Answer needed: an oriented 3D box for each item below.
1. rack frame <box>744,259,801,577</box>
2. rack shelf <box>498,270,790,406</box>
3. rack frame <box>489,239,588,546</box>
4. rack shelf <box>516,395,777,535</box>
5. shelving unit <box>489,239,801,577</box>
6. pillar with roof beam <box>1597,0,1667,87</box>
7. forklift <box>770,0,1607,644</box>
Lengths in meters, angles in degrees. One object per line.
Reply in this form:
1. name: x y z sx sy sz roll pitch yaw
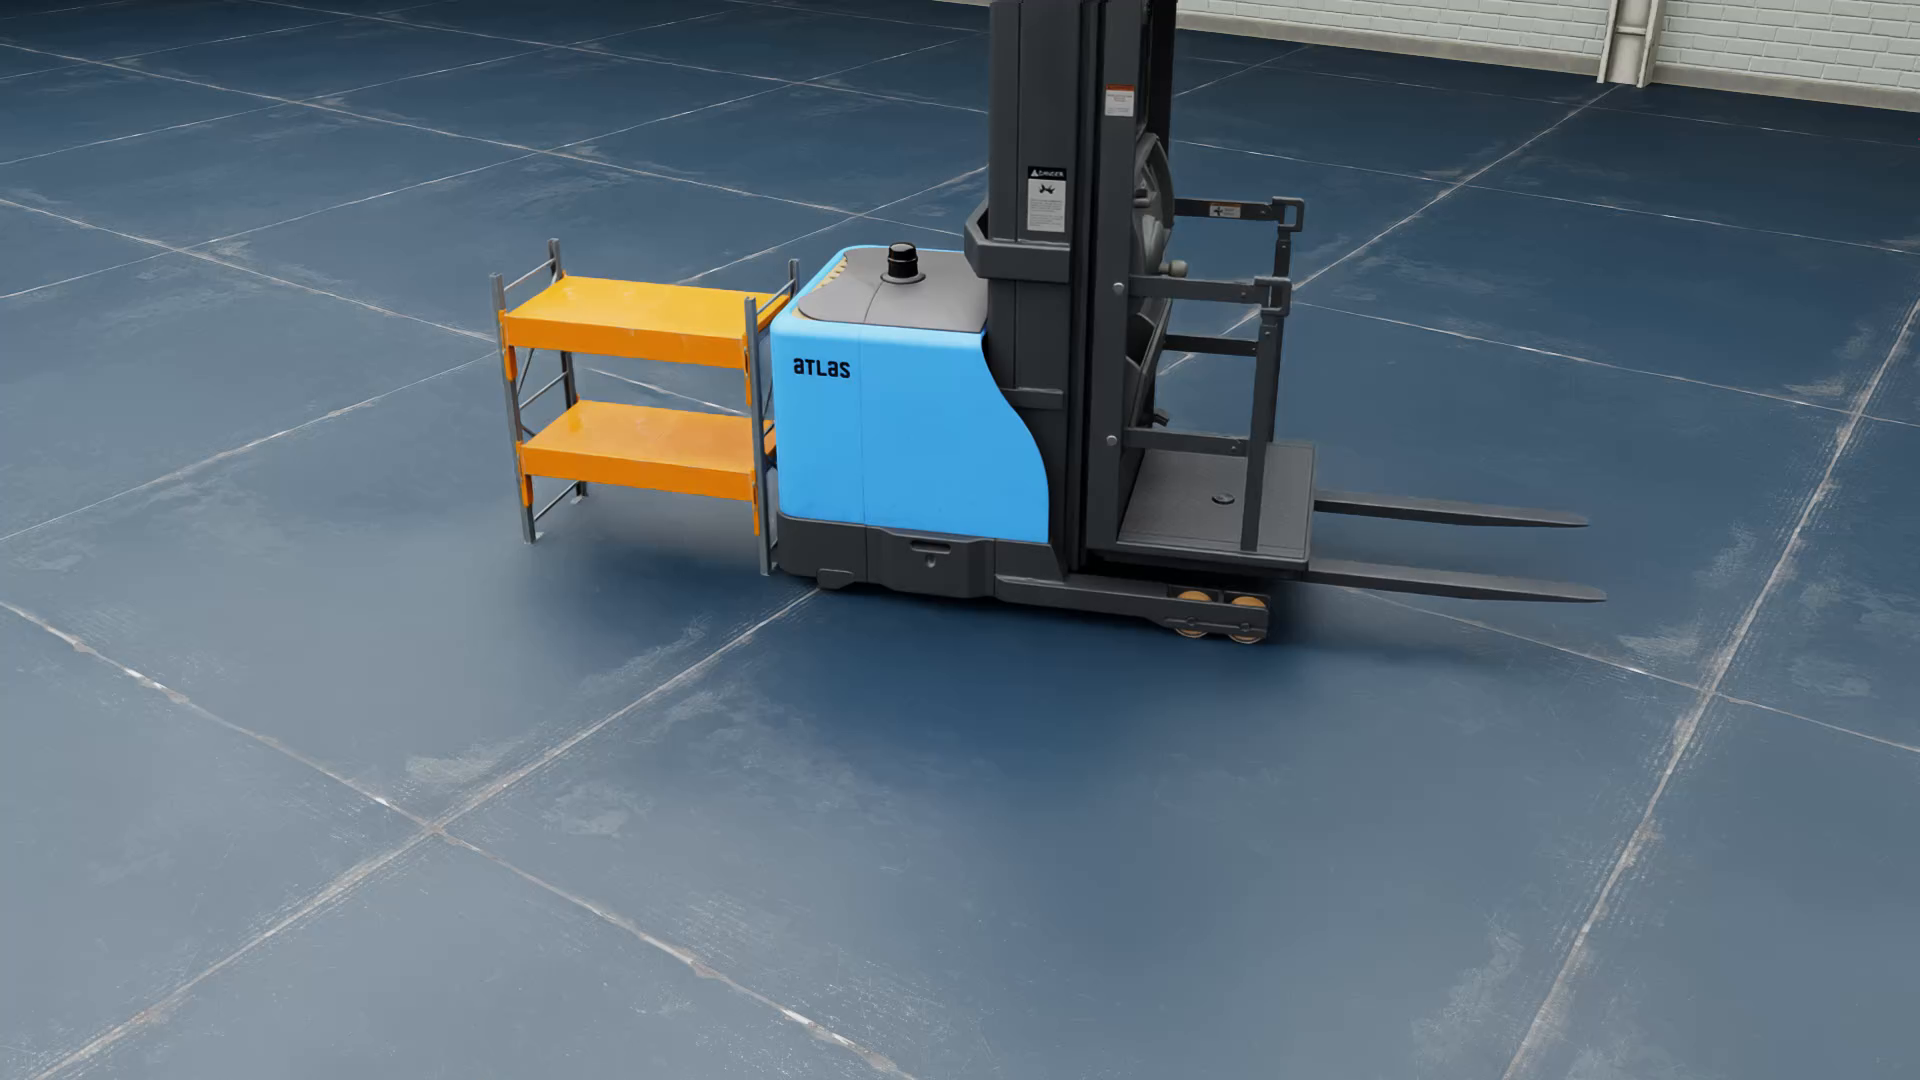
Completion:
1. rack frame: -0.697 -0.470 6.433 0.032 1.125 0.500 7 28 13
2. rack shelf: -1.187 -0.791 6.418 1.000 0.278 0.538 7 28 13
3. rack frame: -1.678 -0.590 6.669 0.032 1.125 0.500 7 28 13
4. rack shelf: -1.187 -0.312 6.662 1.000 0.278 0.538 7 28 13
5. shelving unit: -1.187 -0.530 6.551 1.048 1.125 0.538 7 28 13
6. pillar with roof beam: 3.442 -6.456 9.513 0.400 9.000 9.100 17 32 30
7. forklift: 0.874 -1.197 5.871 3.031 2.935 1.130 6 28 11
